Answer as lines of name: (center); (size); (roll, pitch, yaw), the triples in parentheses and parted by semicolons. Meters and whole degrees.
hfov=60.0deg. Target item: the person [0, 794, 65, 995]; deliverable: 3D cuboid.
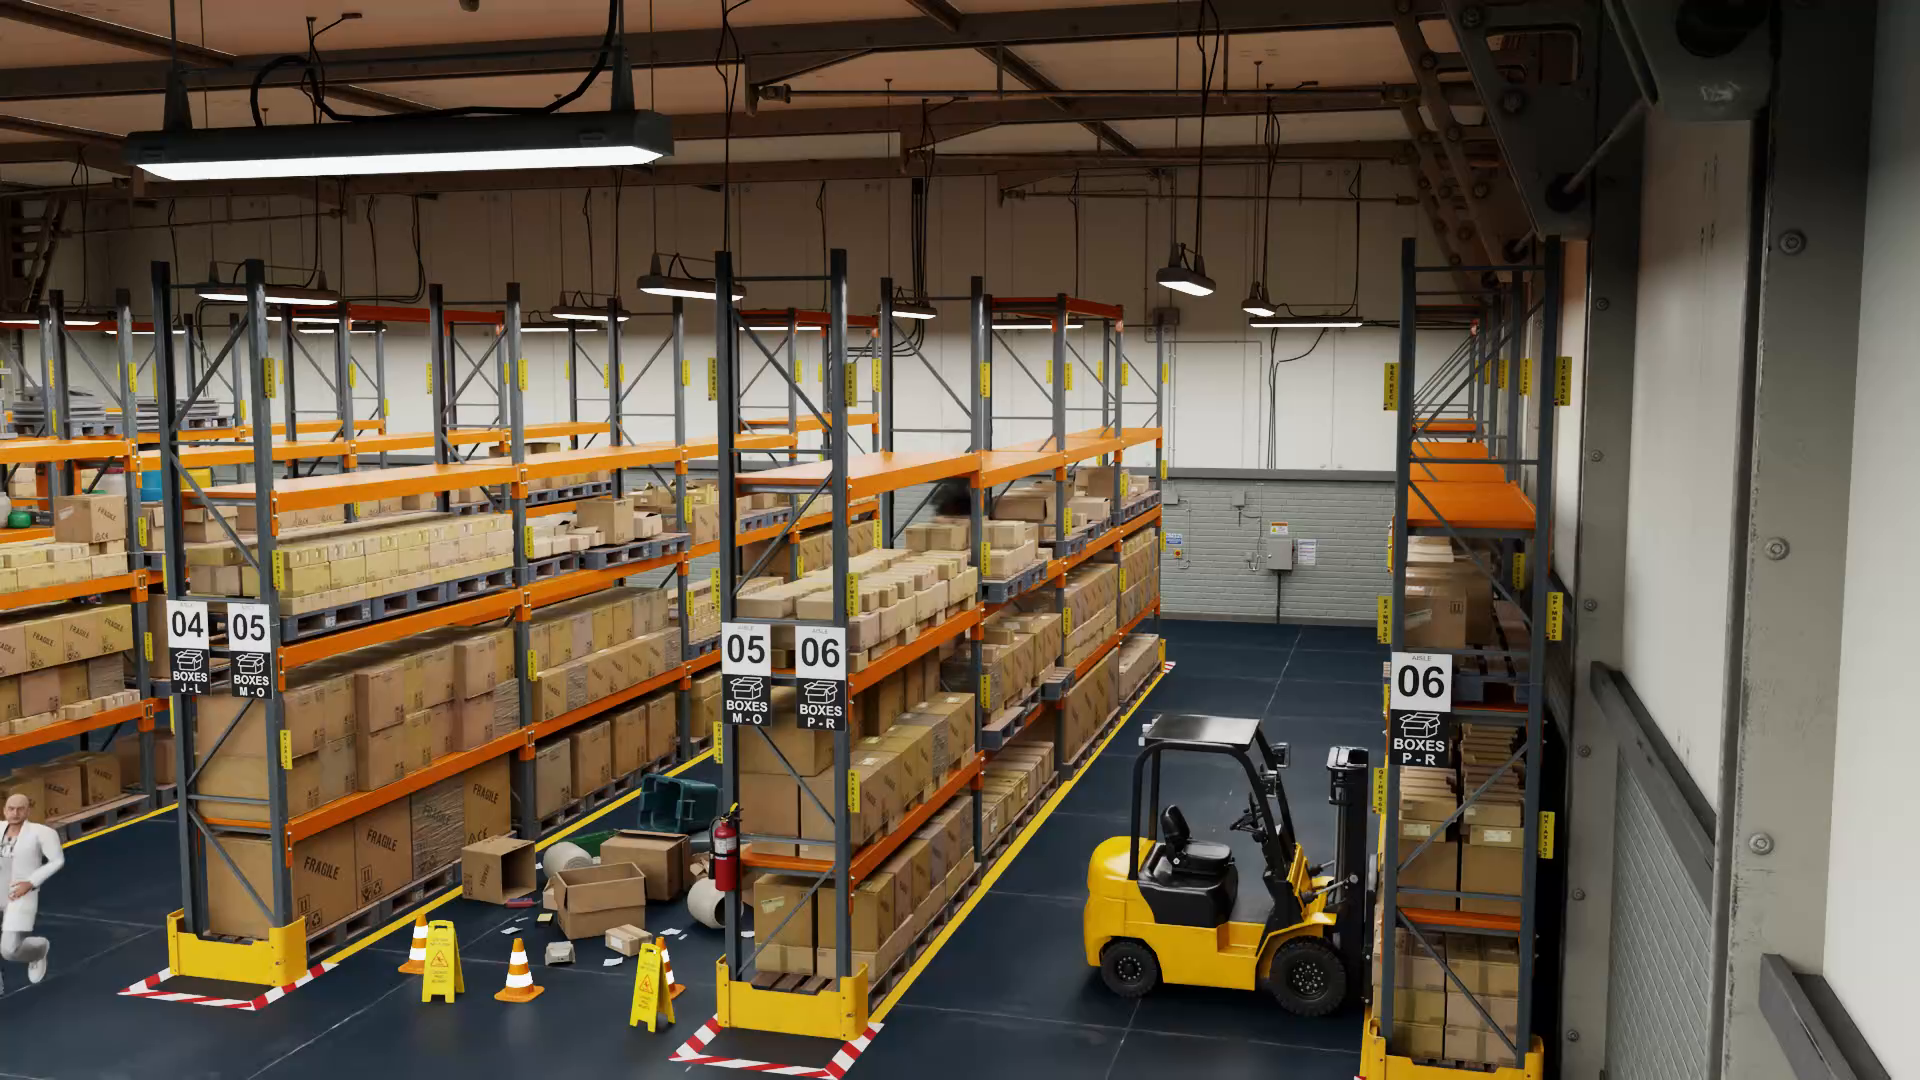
person: (-7.701, 2.903, 13.577); (0.722, 1.704, 0.646); (0, 6, 1)
